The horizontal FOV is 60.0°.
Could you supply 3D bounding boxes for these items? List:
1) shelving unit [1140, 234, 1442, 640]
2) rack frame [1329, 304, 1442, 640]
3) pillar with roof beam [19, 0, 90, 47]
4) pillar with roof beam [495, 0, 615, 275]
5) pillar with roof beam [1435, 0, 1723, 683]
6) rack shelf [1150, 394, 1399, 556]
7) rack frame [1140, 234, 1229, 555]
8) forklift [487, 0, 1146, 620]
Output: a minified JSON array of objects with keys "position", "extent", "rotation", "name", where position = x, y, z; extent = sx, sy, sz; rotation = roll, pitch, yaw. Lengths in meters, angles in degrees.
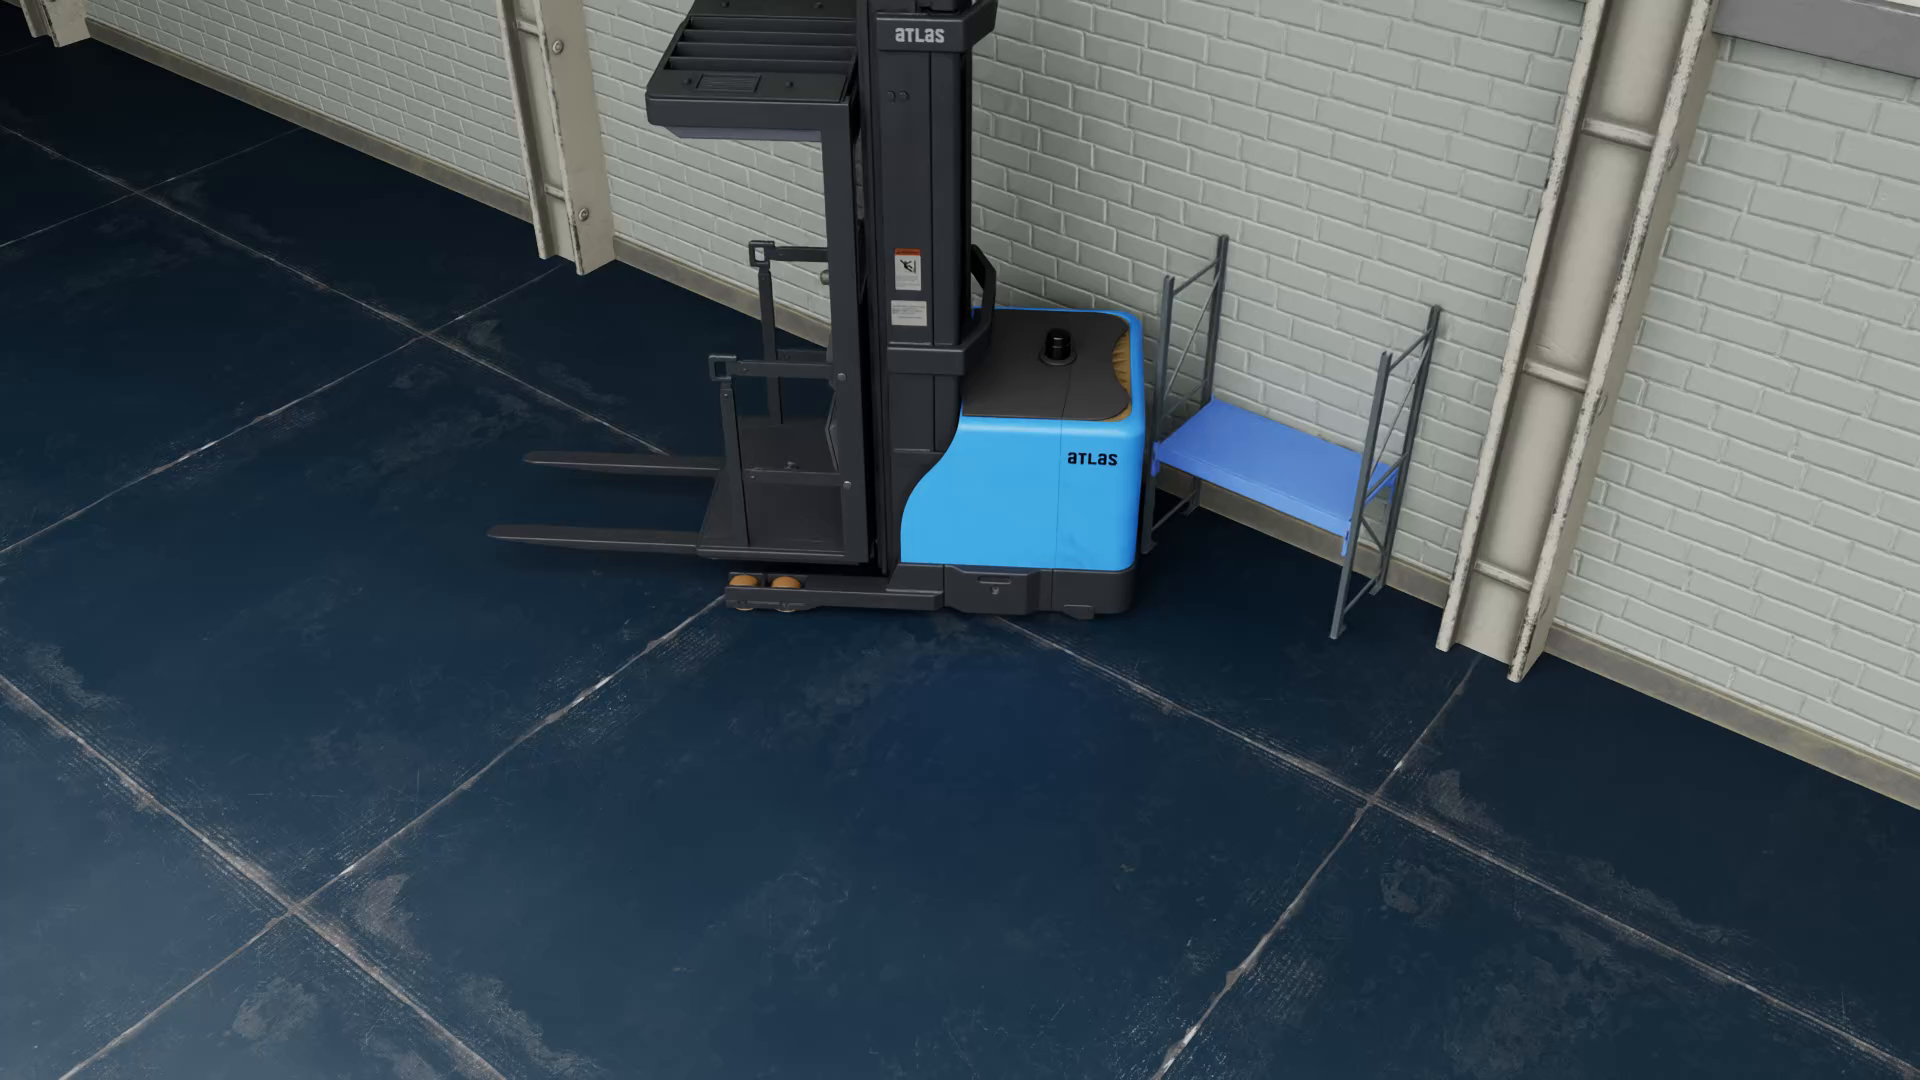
[{"position":[1.437,-0.455,7.475],"extent":[1.048,1.500,0.538],"rotation":[25,45,29],"name":"shelving unit"},{"position":[1.840,-0.264,7.232],"extent":[0.032,1.500,0.500],"rotation":[25,45,29],"name":"rack frame"},{"position":[-9.756,-5.449,7.770],"extent":[0.400,9.000,9.100],"rotation":[25,45,29],"name":"pillar with roof beam"},{"position":[-4.990,-3.202,4.900],"extent":[0.400,9.000,9.100],"rotation":[25,45,29],"name":"pillar with roof beam"},{"position":[-0.224,-0.954,2.030],"extent":[0.400,9.000,9.100],"rotation":[25,45,29],"name":"pillar with roof beam"},{"position":[1.437,-0.313,7.586],"extent":[1.000,0.185,0.538],"rotation":[25,45,29],"name":"rack shelf"},{"position":[1.034,-0.646,7.719],"extent":[0.032,1.500,0.500],"rotation":[25,45,29],"name":"rack frame"},{"position":[-0.682,-1.143,7.193],"extent":[3.031,2.935,1.130],"rotation":[2,38,3],"name":"forklift"}]
